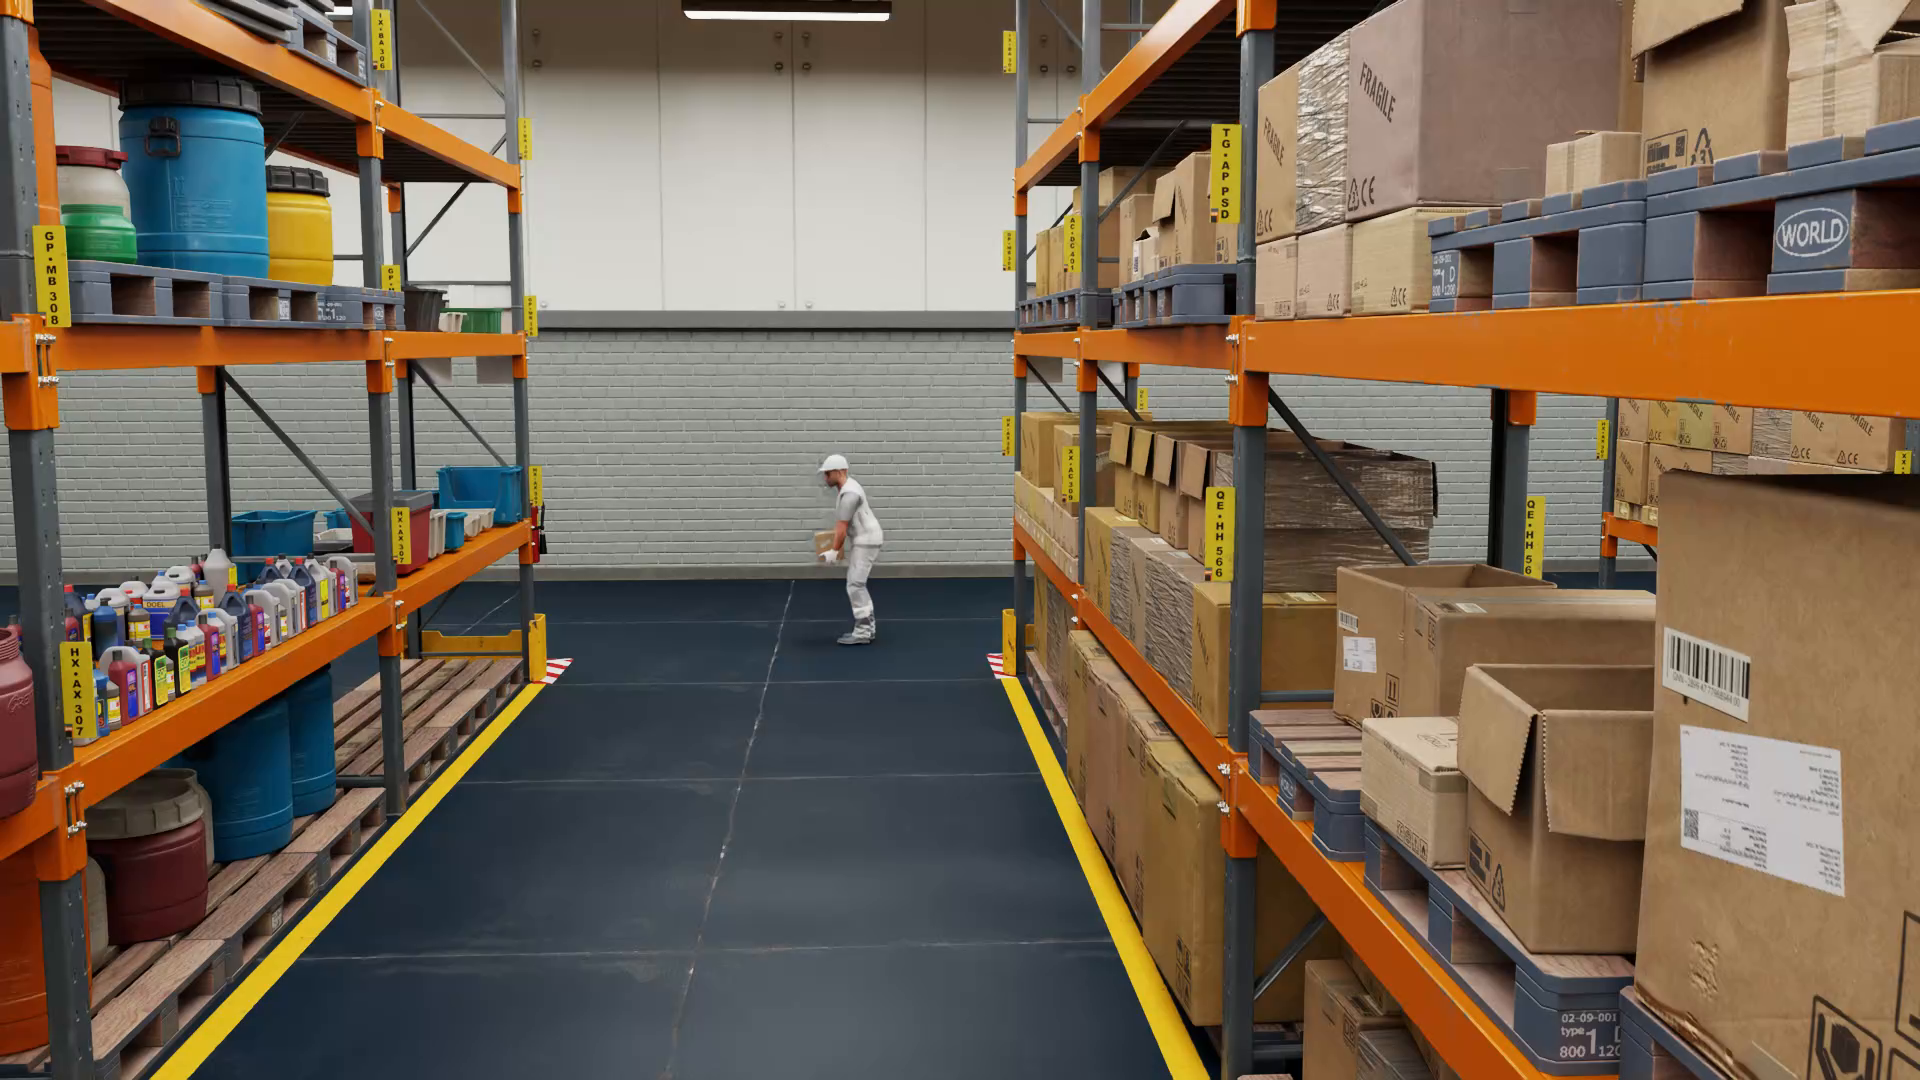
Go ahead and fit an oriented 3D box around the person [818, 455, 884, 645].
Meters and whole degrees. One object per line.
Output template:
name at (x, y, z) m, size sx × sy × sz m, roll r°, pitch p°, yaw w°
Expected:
person at (-0.997, 0.085, 15.179) m, size 0.602 × 1.725 × 0.485 m, roll -1°, pitch 7°, yaw -5°
